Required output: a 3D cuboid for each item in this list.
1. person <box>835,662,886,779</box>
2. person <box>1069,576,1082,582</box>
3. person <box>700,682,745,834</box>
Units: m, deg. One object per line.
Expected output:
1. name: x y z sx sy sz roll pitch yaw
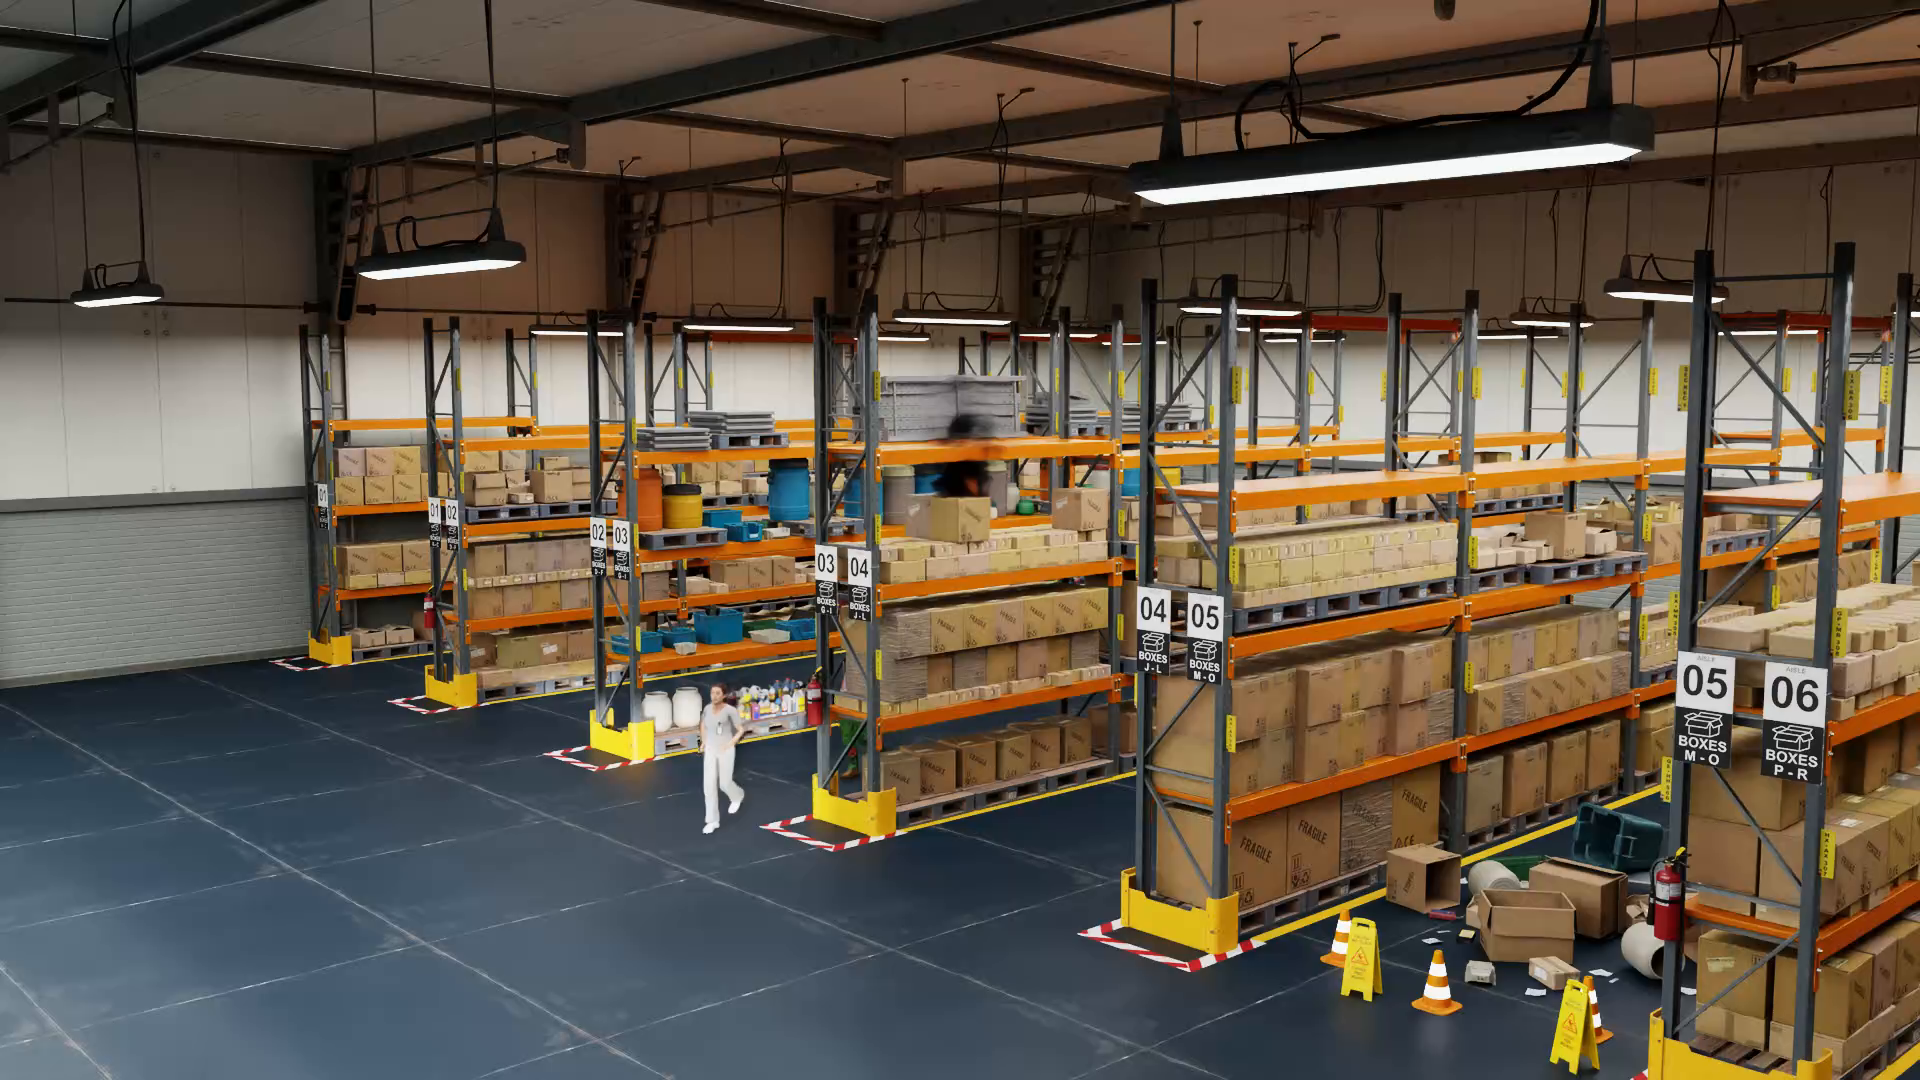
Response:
1. person: -1.291 2.134 21.346 0.667 1.767 0.741 4 7 36
2. person: 2.346 0.949 32.664 0.680 1.778 0.984 4 7 34
3. person: -2.714 2.428 18.915 0.573 1.659 0.899 2 6 16
